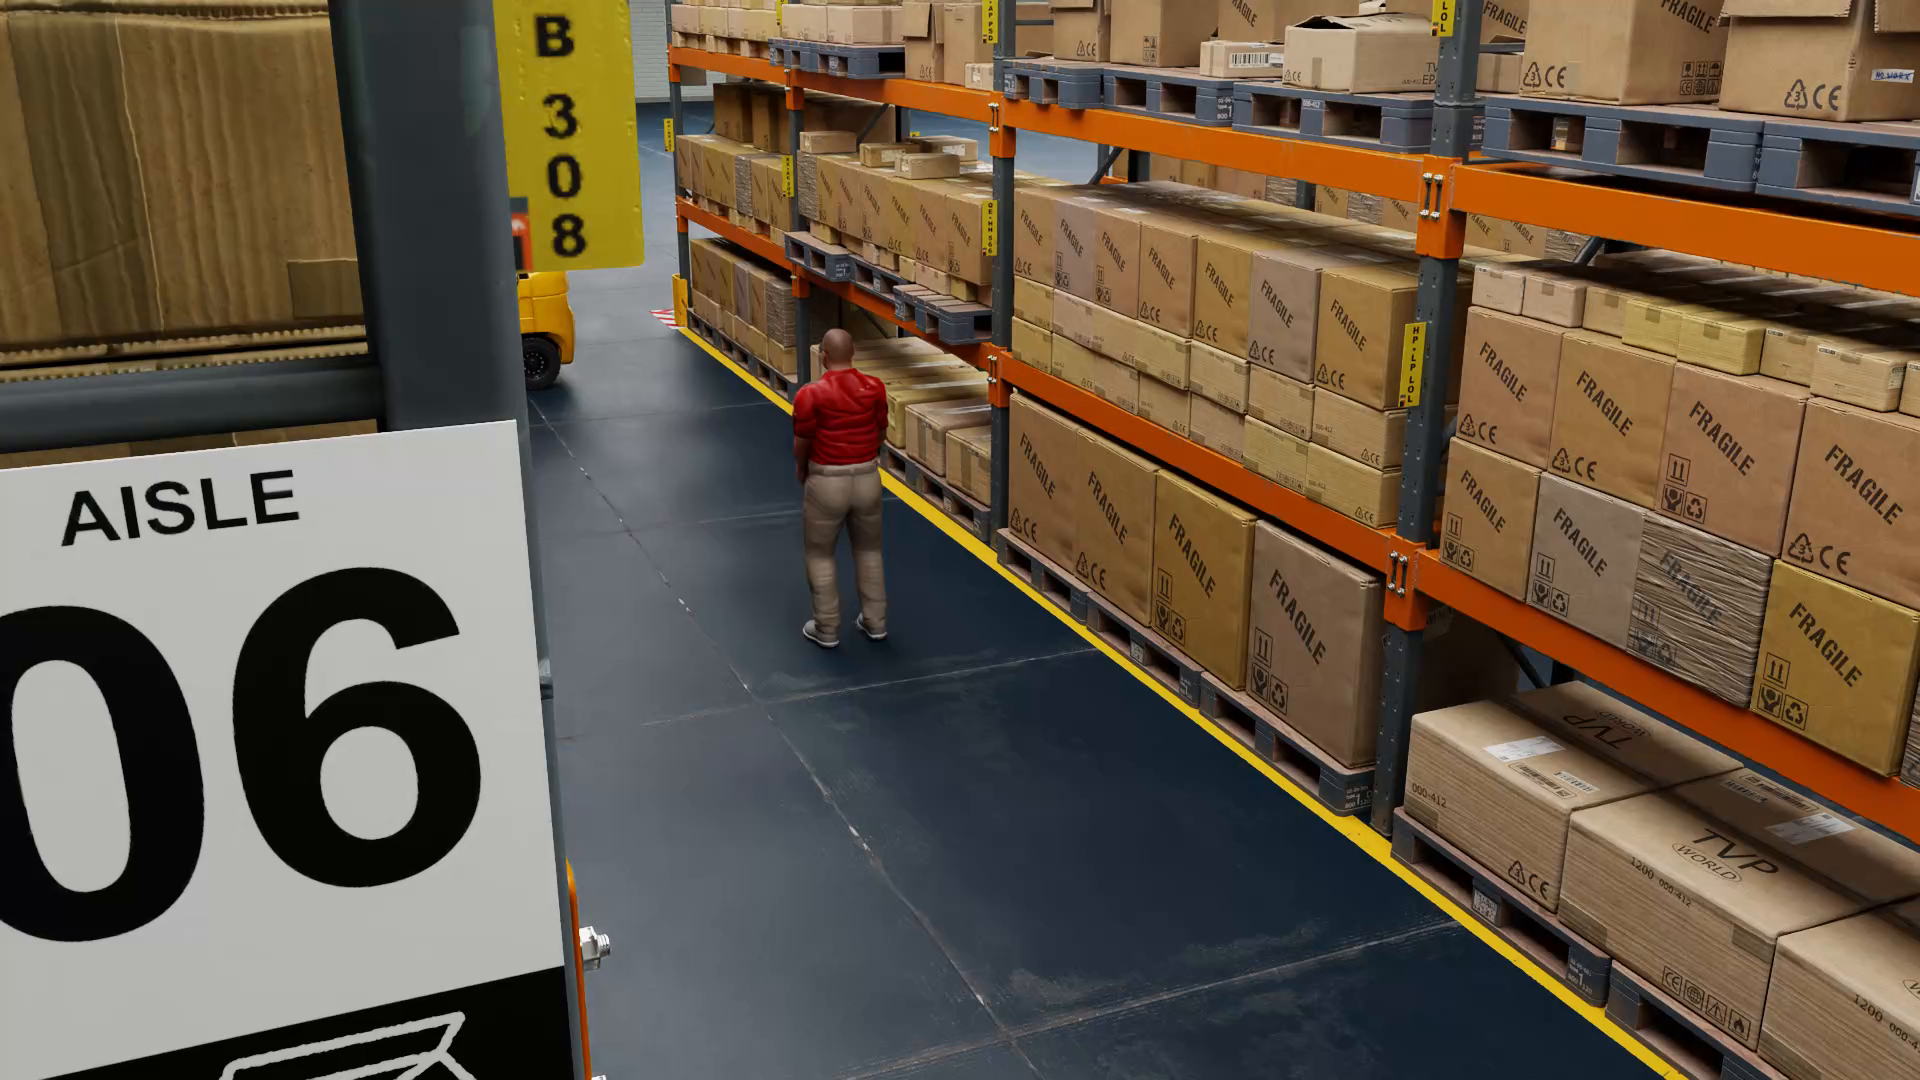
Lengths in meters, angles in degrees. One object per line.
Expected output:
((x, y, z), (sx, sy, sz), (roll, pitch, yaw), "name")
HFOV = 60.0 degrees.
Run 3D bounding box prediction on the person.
((-0.661, -0.297, 8.953), (0.527, 1.732, 0.496), (-8, 20, -22), "person")
